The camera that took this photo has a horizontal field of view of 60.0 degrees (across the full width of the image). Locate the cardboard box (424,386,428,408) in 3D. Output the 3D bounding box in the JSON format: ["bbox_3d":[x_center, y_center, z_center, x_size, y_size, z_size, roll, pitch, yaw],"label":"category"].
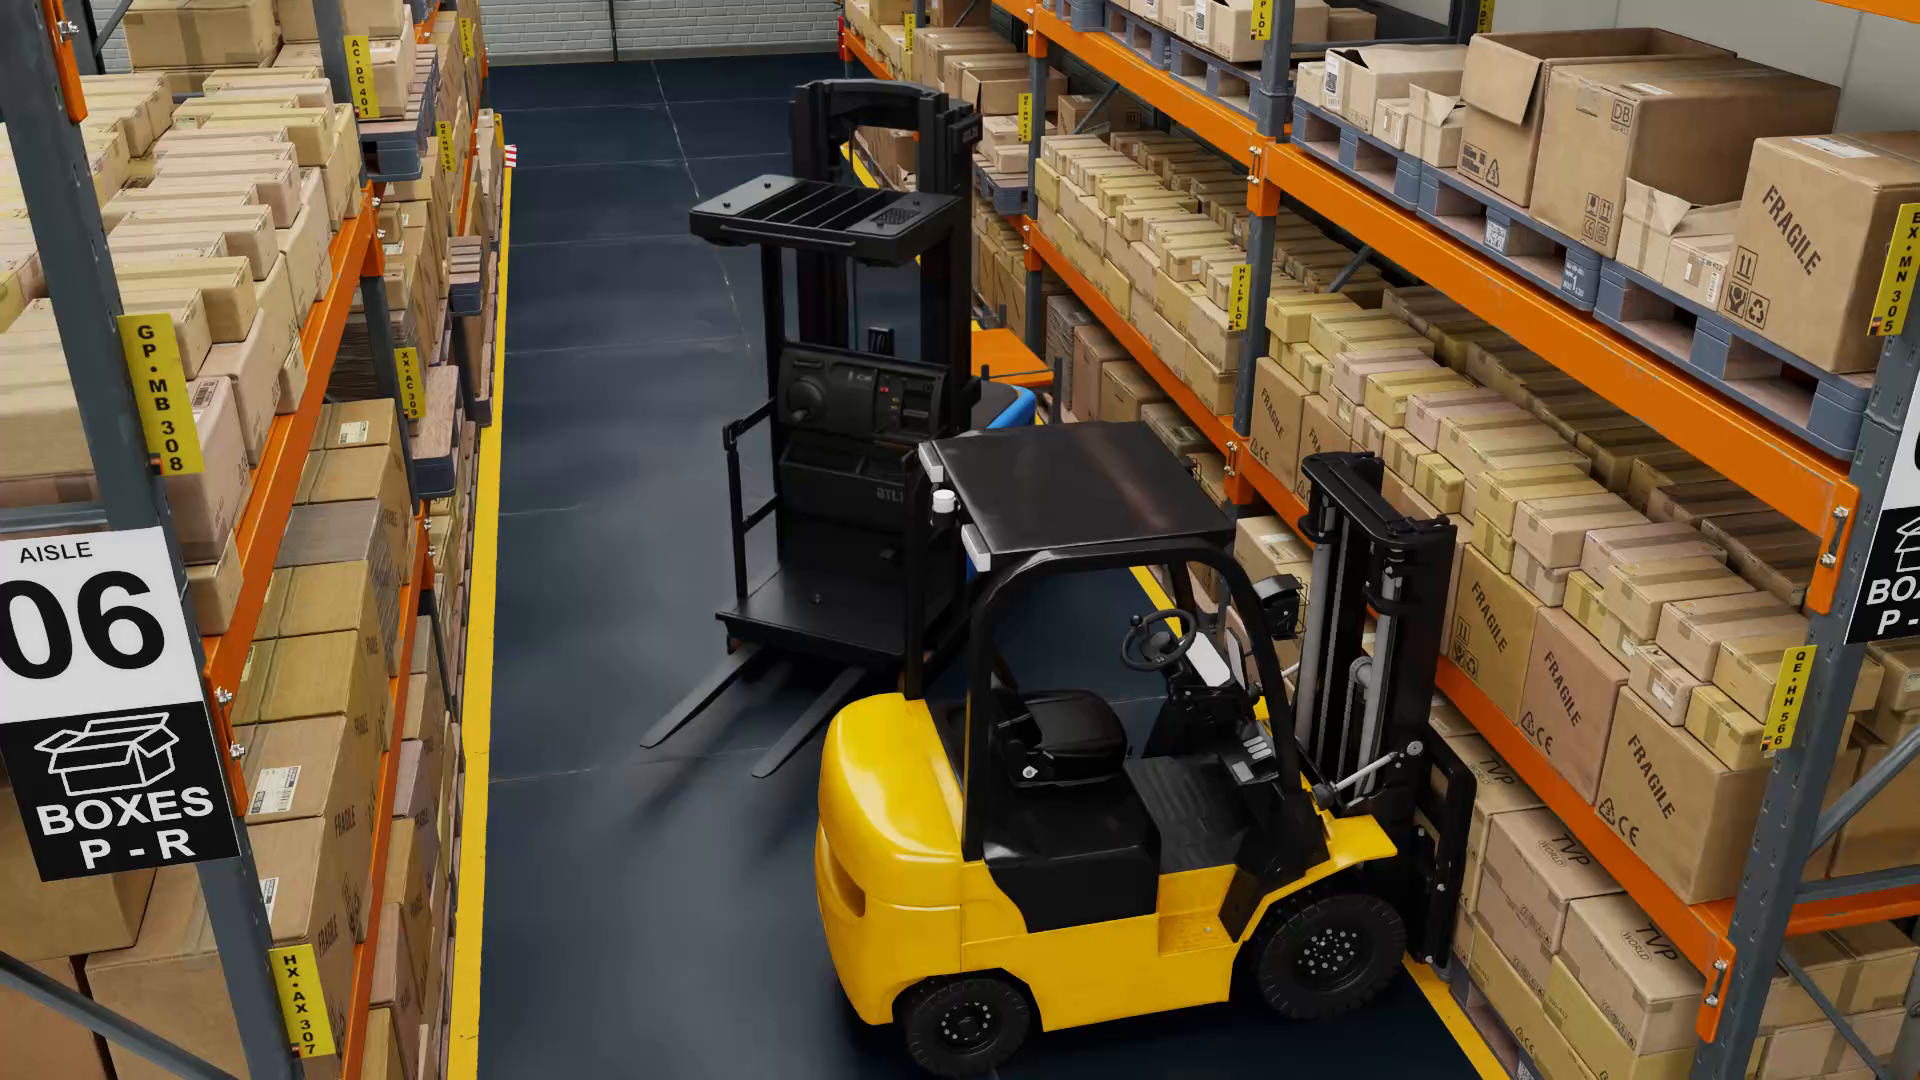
[{"bbox_3d":[-2.816,-0.706,8.132,0.380,0.149,0.250,-5,27,-11],"label":"cardboard box"}]

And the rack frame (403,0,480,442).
[{"bbox_3d":[-3.854,-2.001,10.886,1.000,3.000,0.127,-6,27,-12],"label":"rack frame"}]

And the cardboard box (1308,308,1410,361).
[{"bbox_3d":[1.830,-0.944,7.630,0.380,0.149,0.250,-6,27,-11],"label":"cardboard box"}]

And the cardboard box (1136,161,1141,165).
[{"bbox_3d":[1.354,-2.494,11.474,0.500,0.250,0.500,-5,27,-10],"label":"cardboard box"}]

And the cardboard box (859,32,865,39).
[{"bbox_3d":[-0.912,-5.628,18.350,0.380,0.149,0.250,-5,27,-10],"label":"cardboard box"}]

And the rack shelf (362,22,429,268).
[{"bbox_3d":[-3.403,-2.141,8.633,1.077,0.370,4.000,-6,27,-12],"label":"rack shelf"}]

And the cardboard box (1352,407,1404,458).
[{"bbox_3d":[1.885,-0.462,7.006,0.380,0.149,0.250,-6,27,-12],"label":"cardboard box"}]

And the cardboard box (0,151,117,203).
[{"bbox_3d":[-2.852,-1.091,5.147,0.380,0.149,0.250,-6,27,-12],"label":"cardboard box"}]

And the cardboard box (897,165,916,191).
[{"bbox_3d":[-0.412,-3.601,16.624,0.396,0.266,0.258,-5,27,-10],"label":"cardboard box"}]

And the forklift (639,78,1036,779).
[{"bbox_3d":[-0.601,-0.706,8.397,1.130,2.935,3.031,11,29,21],"label":"forklift"}]

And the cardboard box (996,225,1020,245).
[{"bbox_3d":[0.500,-2.416,13.297,0.380,0.149,0.250,-5,27,-10],"label":"cardboard box"}]

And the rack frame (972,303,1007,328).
[{"bbox_3d":[0.062,-0.995,10.973,0.500,1.125,0.032,-8,28,-16],"label":"rack frame"}]

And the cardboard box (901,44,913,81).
[{"bbox_3d":[-0.272,-4.528,15.728,0.500,0.250,0.500,-5,27,-10],"label":"cardboard box"}]

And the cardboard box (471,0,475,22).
[{"bbox_3d":[-5.061,-5.373,16.345,0.500,0.500,0.500,-6,27,-12],"label":"cardboard box"}]

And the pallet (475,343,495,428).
[{"bbox_3d":[-3.958,-1.110,12.215,1.003,0.211,1.213,-6,27,-12],"label":"pallet"}]

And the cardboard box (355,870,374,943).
[{"bbox_3d":[-1.989,1.103,5.015,0.380,0.149,0.250,-6,27,-11],"label":"cardboard box"}]

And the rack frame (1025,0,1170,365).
[{"bbox_3d":[0.982,-2.507,11.888,1.000,3.000,0.127,-6,27,-12],"label":"rack frame"}]

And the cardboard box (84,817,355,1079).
[{"bbox_3d":[-1.887,1.097,4.306,0.500,0.500,0.500,-6,27,-12],"label":"cardboard box"}]

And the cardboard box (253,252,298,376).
[{"bbox_3d":[-2.149,-0.588,4.594,0.500,0.250,0.500,-5,27,-10],"label":"cardboard box"}]

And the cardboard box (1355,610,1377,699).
[{"bbox_3d":[1.915,0.530,7.347,0.500,0.250,0.500,-5,27,-10],"label":"cardboard box"}]

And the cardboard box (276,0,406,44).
[{"bbox_3d":[-2.815,-2.443,7.578,0.500,0.250,0.500,-7,28,-13],"label":"cardboard box"}]

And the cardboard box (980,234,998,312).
[{"bbox_3d":[0.454,-2.193,13.573,0.500,0.500,0.500,-5,27,-9],"label":"cardboard box"}]

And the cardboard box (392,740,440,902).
[{"bbox_3d":[-2.325,1.139,6.417,0.500,0.500,0.500,-5,27,-9],"label":"cardboard box"}]

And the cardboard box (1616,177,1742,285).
[{"bbox_3d":[2.245,-0.950,5.047,0.396,0.266,0.258,-6,27,-11],"label":"cardboard box"}]

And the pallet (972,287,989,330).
[{"bbox_3d":[0.579,-2.128,14.232,1.003,0.211,1.213,-6,27,-12],"label":"pallet"}]

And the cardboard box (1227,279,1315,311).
[{"bbox_3d":[1.590,-1.213,8.493,0.380,0.149,0.250,-5,27,-10],"label":"cardboard box"}]

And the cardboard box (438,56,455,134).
[{"bbox_3d":[-3.949,-3.179,11.999,0.500,0.500,0.500,-5,27,-10],"label":"cardboard box"}]

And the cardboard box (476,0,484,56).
[{"bbox_3d":[-5.290,-5.373,17.455,0.500,0.500,0.500,-6,27,-11],"label":"cardboard box"}]

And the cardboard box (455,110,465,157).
[{"bbox_3d":[-4.044,-3.076,12.627,0.500,0.250,0.500,-5,27,-11],"label":"cardboard box"}]

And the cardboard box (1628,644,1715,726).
[{"bbox_3d":[2.347,0.438,5.223,0.380,0.149,0.250,-6,27,-11],"label":"cardboard box"}]

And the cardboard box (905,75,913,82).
[{"bbox_3d":[-0.318,-4.377,15.872,0.380,0.149,0.250,-5,27,-10],"label":"cardboard box"}]

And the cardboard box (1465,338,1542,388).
[{"bbox_3d":[2.456,-0.776,7.297,0.380,0.149,0.250,-6,27,-13],"label":"cardboard box"}]

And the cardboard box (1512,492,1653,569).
[{"bbox_3d":[2.177,-0.035,5.829,0.380,0.149,0.250,-5,27,-10],"label":"cardboard box"}]

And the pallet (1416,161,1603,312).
[{"bbox_3d":[2.372,-1.144,5.957,1.003,0.211,1.213,-6,27,-12],"label":"pallet"}]

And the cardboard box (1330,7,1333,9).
[{"bbox_3d":[1.710,-2.700,8.644,0.380,0.149,0.250,-6,27,-12],"label":"cardboard box"}]

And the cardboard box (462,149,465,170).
[{"bbox_3d":[-4.199,-3.072,13.174,0.500,0.250,0.500,-7,28,-13],"label":"cardboard box"}]

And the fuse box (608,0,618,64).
[{"bbox_3d":[-4.870,-7.560,23.330,0.539,1.711,0.414,-6,27,-12],"label":"fuse box"}]

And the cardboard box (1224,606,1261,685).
[{"bbox_3d":[1.670,0.535,8.446,0.500,0.250,0.500,-6,27,-11],"label":"cardboard box"}]

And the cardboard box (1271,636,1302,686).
[{"bbox_3d":[1.807,0.531,7.901,0.500,0.250,0.500,-6,27,-12],"label":"cardboard box"}]

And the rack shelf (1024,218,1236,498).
[{"bbox_3d":[1.432,-1.308,10.310,1.077,0.370,4.000,-6,27,-12],"label":"rack shelf"}]

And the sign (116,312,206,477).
[{"bbox_3d":[-1.522,-0.274,3.164,0.100,0.325,0.005,-6,27,-12],"label":"sign"}]

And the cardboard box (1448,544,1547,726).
[{"bbox_3d":[2.194,0.317,6.181,0.500,0.500,0.500,-6,27,-13],"label":"cardboard box"}]

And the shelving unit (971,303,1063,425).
[{"bbox_3d":[0.215,-0.777,10.540,0.538,1.125,1.048,-8,28,-16],"label":"shelving unit"}]

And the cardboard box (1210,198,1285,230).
[{"bbox_3d":[1.715,-1.935,9.924,0.380,0.149,0.250,-6,27,-11],"label":"cardboard box"}]

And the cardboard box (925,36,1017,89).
[{"bbox_3d":[0.088,-4.033,14.334,0.700,0.500,0.500,-6,27,-11],"label":"cardboard box"}]

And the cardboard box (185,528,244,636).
[{"bbox_3d":[-1.809,0.105,3.662,0.380,0.149,0.250,-6,27,-12],"label":"cardboard box"}]

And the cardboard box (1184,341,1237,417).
[{"bbox_3d":[1.515,-0.879,8.828,0.500,0.250,0.500,-5,27,-10],"label":"cardboard box"}]

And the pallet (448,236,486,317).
[{"bbox_3d":[-3.589,-1.614,10.331,1.213,0.211,1.003,-6,27,-12],"label":"pallet"}]

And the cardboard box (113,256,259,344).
[{"bbox_3d":[-1.985,-0.592,4.158,0.380,0.149,0.250,-6,27,-12],"label":"cardboard box"}]

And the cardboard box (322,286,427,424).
[{"bbox_3d":[-2.778,-0.845,7.688,0.500,0.500,0.500,-5,27,-10],"label":"cardboard box"}]

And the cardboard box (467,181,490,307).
[{"bbox_3d":[-4.326,-2.336,13.442,0.875,0.875,0.875,-5,27,-10],"label":"cardboard box"}]

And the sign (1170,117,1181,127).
[{"bbox_3d":[1.522,-3.082,11.742,0.100,0.325,0.005,-6,27,-12],"label":"sign"}]

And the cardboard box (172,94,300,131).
[{"bbox_3d":[-2.563,-1.482,5.921,0.380,0.149,0.250,-5,27,-10],"label":"cardboard box"}]

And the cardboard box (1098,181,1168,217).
[{"bbox_3d":[1.068,-2.106,10.262,0.380,0.149,0.250,-5,27,-11],"label":"cardboard box"}]

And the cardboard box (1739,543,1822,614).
[{"bbox_3d":[2.818,0.136,5.490,0.380,0.149,0.250,-5,27,-11],"label":"cardboard box"}]
